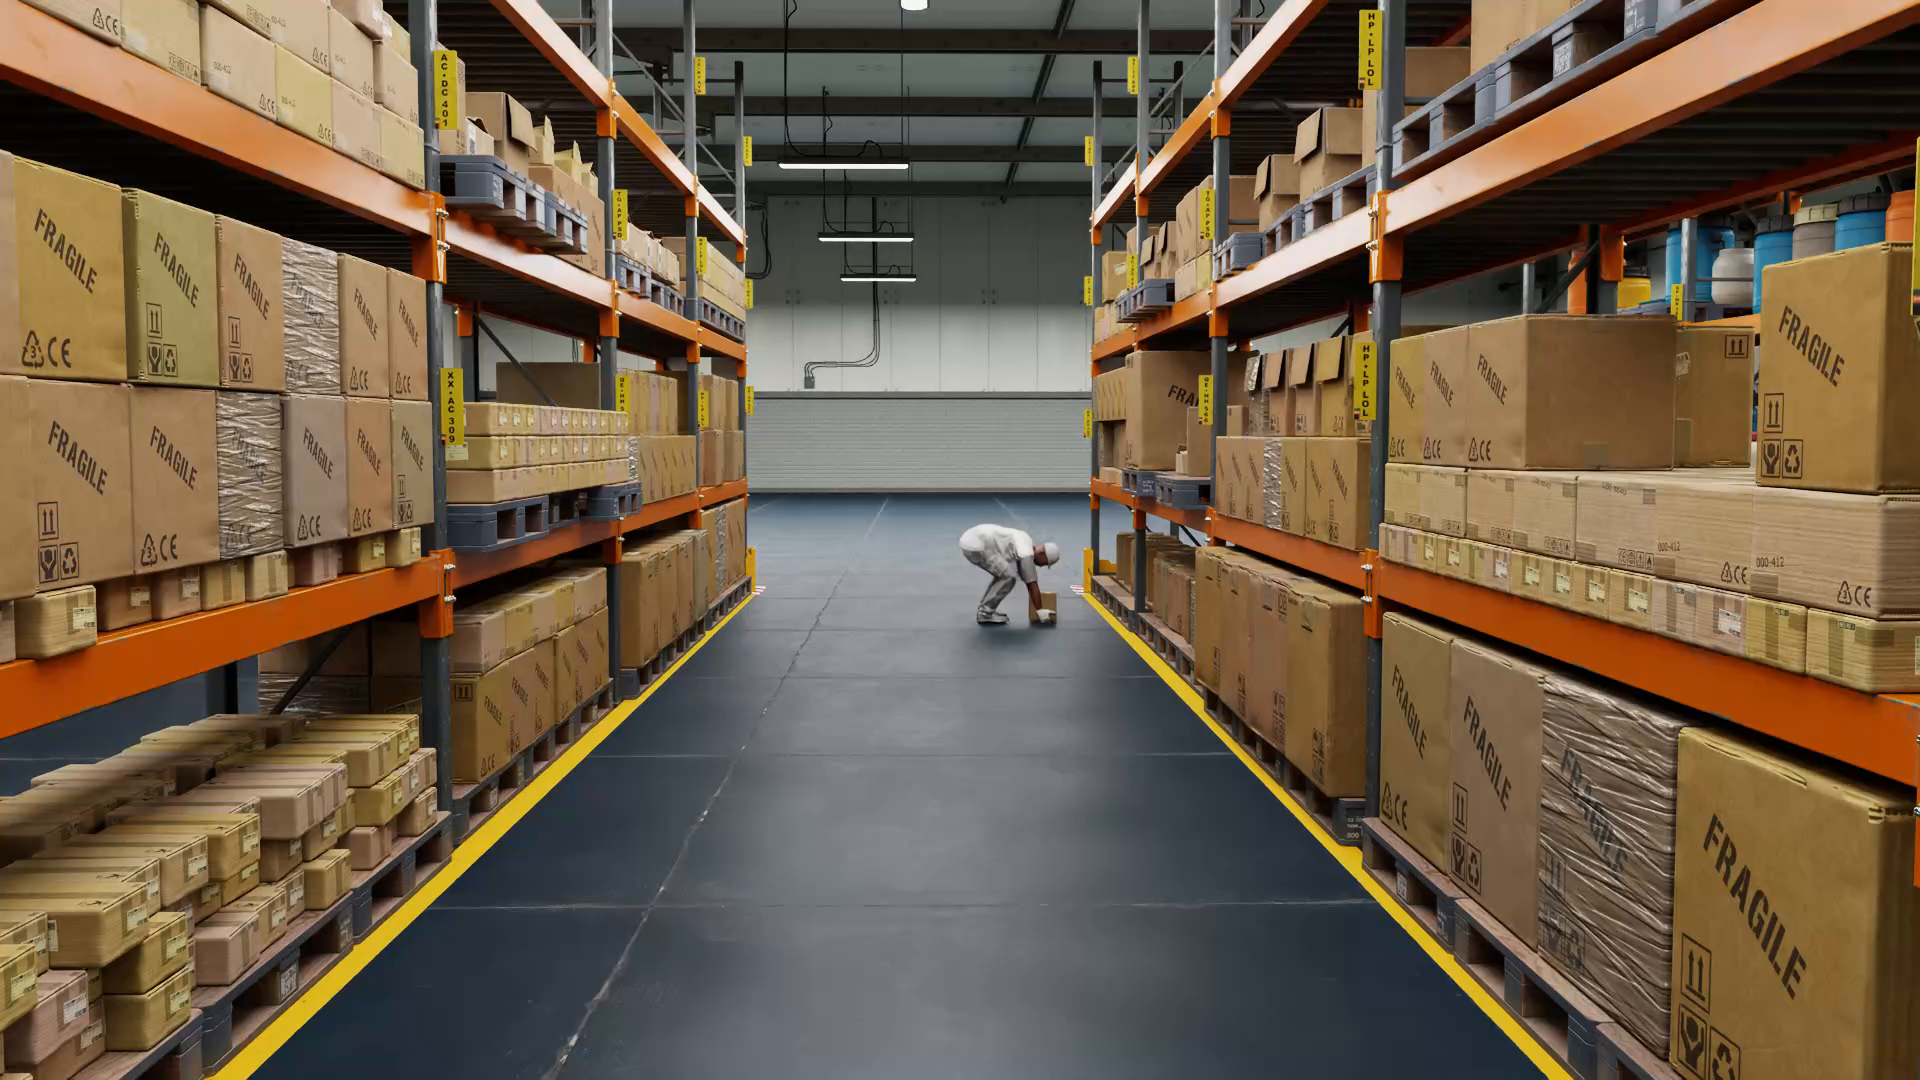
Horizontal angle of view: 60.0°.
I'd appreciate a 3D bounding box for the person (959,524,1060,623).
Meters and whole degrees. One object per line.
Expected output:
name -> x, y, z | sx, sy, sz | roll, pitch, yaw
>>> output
person -> 0.480, 0.316, 16.105 | 0.981, 0.945, 0.526 | 0, 4, -4
